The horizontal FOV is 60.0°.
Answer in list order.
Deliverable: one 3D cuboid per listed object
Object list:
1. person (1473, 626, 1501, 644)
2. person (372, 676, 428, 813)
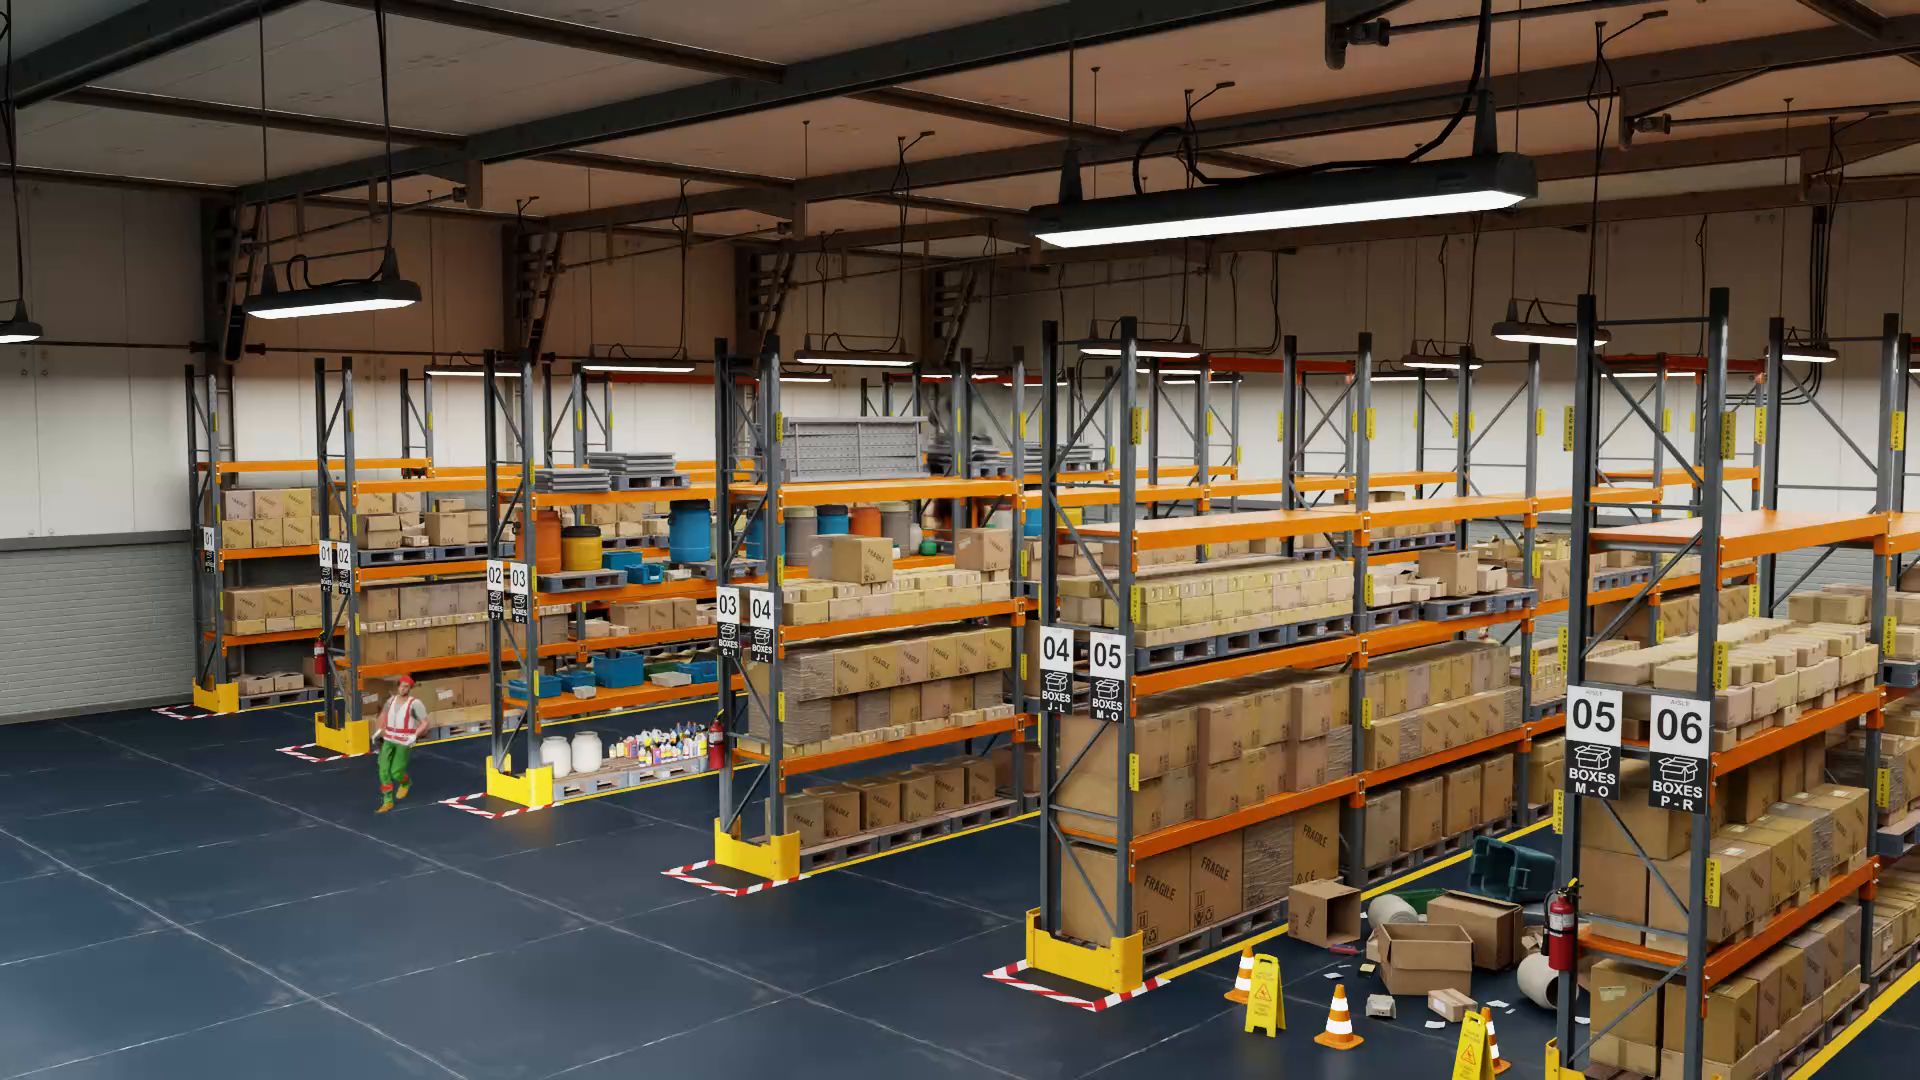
[{"bbox_3d":[8.754,2.213,27.776,0.576,1.648,0.625,4,6,42],"label":"person"},{"bbox_3d":[-7.317,2.645,21.707,0.720,1.747,0.660,1,4,12],"label":"person"}]
